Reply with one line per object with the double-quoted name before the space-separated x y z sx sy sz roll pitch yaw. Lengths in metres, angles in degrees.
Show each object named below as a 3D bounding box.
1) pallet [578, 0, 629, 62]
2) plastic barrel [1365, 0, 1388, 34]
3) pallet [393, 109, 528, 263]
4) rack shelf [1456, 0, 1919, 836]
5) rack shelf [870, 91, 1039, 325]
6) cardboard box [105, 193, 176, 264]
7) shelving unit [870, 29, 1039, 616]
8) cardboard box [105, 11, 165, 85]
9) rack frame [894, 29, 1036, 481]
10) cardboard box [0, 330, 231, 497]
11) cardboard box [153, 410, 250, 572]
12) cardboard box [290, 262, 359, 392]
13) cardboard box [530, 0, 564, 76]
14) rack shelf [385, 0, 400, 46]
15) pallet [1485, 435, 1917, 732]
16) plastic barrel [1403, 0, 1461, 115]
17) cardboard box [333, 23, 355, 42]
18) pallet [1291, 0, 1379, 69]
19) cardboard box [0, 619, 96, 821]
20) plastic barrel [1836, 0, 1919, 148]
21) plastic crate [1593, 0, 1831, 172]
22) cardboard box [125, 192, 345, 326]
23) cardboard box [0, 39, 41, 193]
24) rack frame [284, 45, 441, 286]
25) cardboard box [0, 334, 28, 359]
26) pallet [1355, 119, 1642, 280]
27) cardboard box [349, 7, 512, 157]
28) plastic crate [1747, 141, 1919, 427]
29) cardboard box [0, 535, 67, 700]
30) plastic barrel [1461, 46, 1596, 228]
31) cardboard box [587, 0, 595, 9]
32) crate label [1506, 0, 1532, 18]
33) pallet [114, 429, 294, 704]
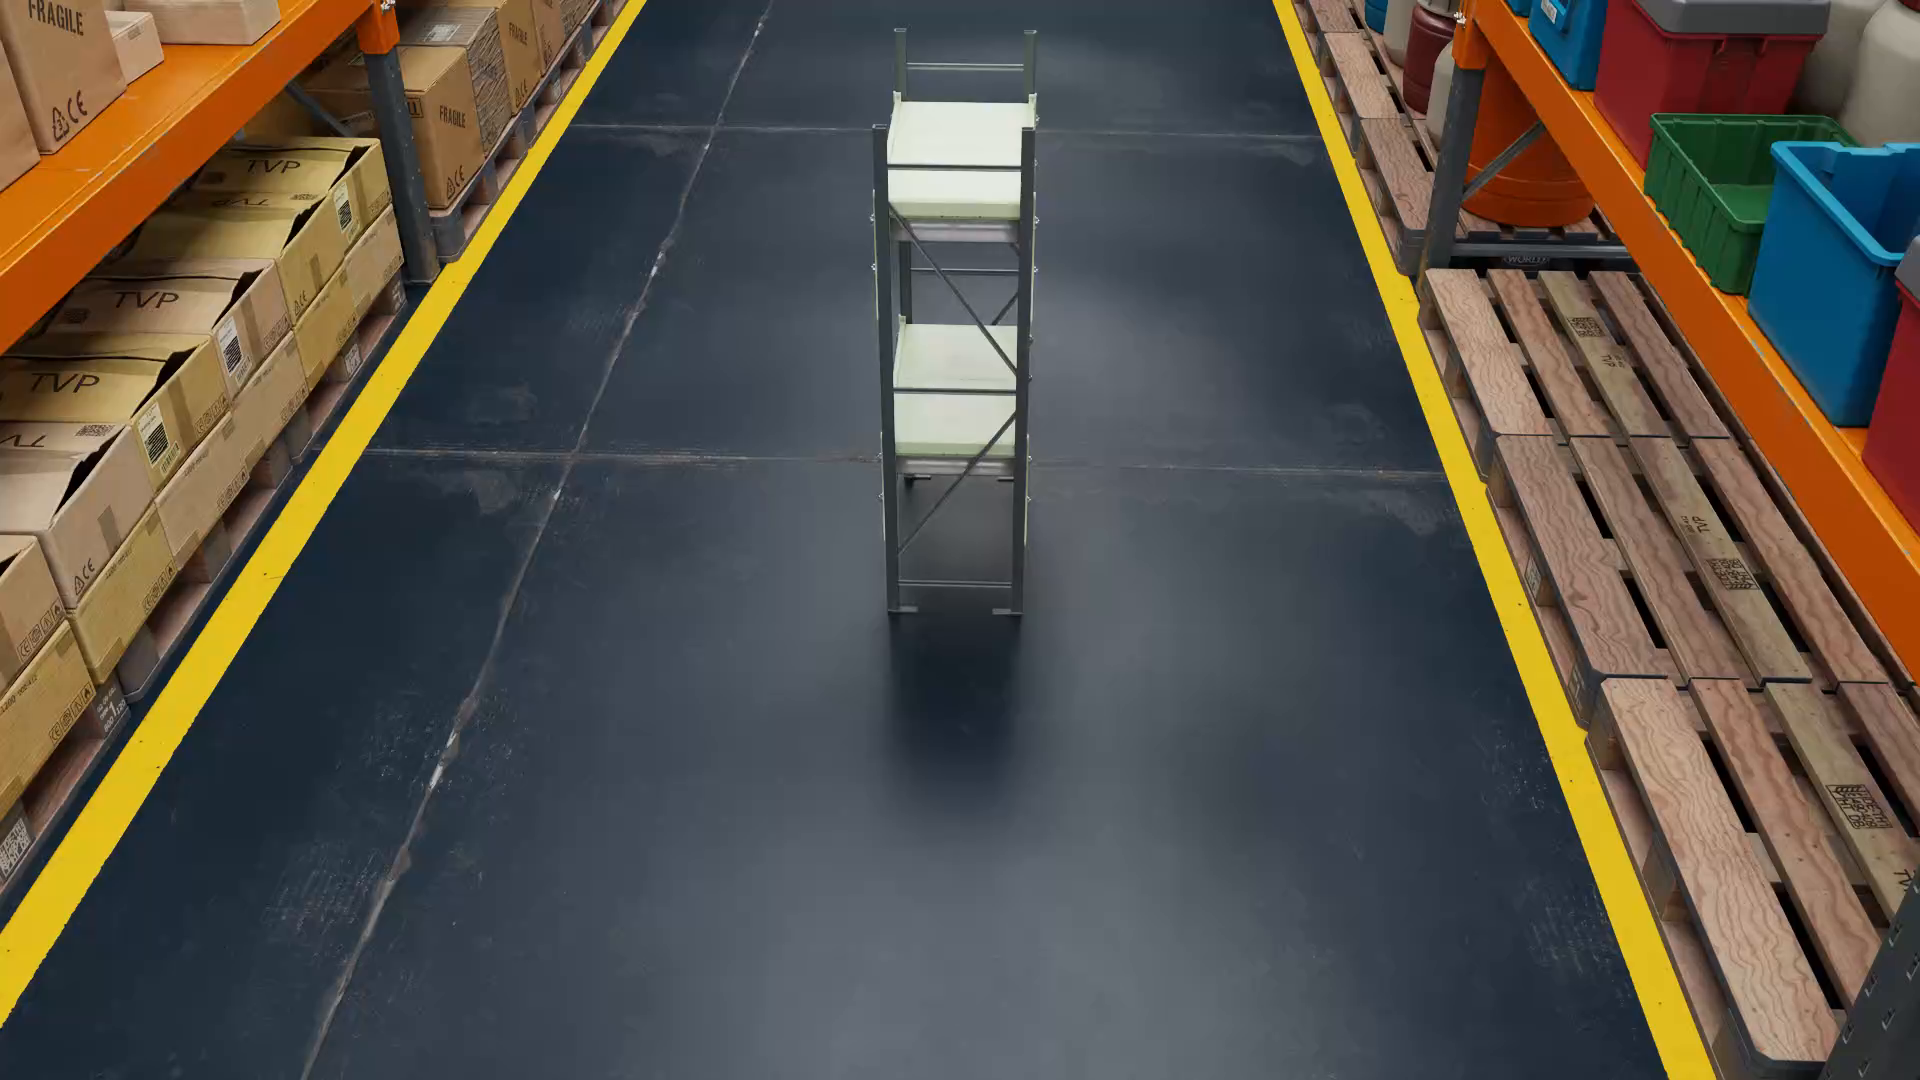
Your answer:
"pallet" -2.460 -2.989 9.319 1.003 0.211 1.213 1 35 2
"plastic barrel" 2.416 -3.076 8.477 0.600 0.901 0.708 1 35 2
"pallet" -2.558 -1.587 7.325 1.003 0.211 1.213 1 35 2
"rack shelf" 2.243 -0.740 4.320 1.077 0.370 4.000 1 35 2
"rack shelf" 0.000 -0.929 4.589 0.431 0.370 0.720 1 35 2
"cardboard box" -2.953 -0.980 5.574 0.500 0.311 0.500 1 35 1
"shelving unit" 0.000 -0.610 4.813 0.431 1.500 0.755 1 35 2
"cardboard box" -2.621 -1.463 4.942 0.380 0.149 0.250 4 35 5
"rack frame" 0.014 -0.820 5.113 0.400 1.500 0.023 1 35 2
"cardboard box" -2.461 -0.393 4.739 0.500 0.311 0.500 2 35 3
"cardboard box" -2.462 -0.158 4.892 0.500 0.250 0.500 2 35 3
"cardboard box" -2.421 -0.743 5.724 0.500 0.250 0.500 1 35 1
"cardboard box" -2.266 -2.601 8.134 0.500 0.500 0.500 0 35 0
"rack shelf" -2.546 -3.155 7.756 1.077 0.370 4.000 1 35 2
"pallet" 2.201 0.101 4.923 1.003 0.211 1.213 1 35 2
"plastic barrel" 2.371 -2.299 7.644 0.600 0.588 0.708 1 35 2
"cardboard box" -2.825 -2.339 7.109 0.500 0.250 0.500 3 35 4
"pallet" 2.411 -2.898 9.190 1.003 0.211 1.213 1 35 2
"cardboard box" -2.501 0.432 4.053 0.500 0.250 0.500 2 35 3
"plastic barrel" 2.467 -1.156 4.167 0.433 0.535 0.433 0 35 0
"plastic crate" 1.952 -1.288 4.419 0.402 0.464 0.583 1 35 2
"cardboard box" -2.416 -0.971 5.561 0.500 0.311 0.500 1 35 1
"cardboard box" -2.698 -1.074 4.082 0.500 0.500 0.500 1 35 2
"rack frame" -2.626 -2.300 5.914 1.000 3.000 0.127 1 35 2
"cardboard box" -2.996 -0.392 4.737 0.500 0.311 0.500 1 35 1
"pallet" 2.313 -1.496 7.196 1.003 0.211 1.213 1 35 2
"cardboard box" -2.307 -2.013 7.297 0.500 0.500 0.500 0 35 0
"plastic crate" 1.896 -0.520 3.395 0.392 0.384 0.575 1 35 2
"cardboard box" -2.496 0.203 3.891 0.500 0.311 0.500 1 35 1
"plastic barrel" 2.326 -1.749 6.652 0.600 0.830 0.708 1 35 2
"cardboard box" -2.227 -3.181 8.959 0.500 0.500 0.500 1 35 2
"crate label" 1.932 -1.881 5.464 0.303 0.233 0.416 1 35 2
"pallet" -2.750 0.012 5.049 1.003 0.211 1.213 1 35 2
